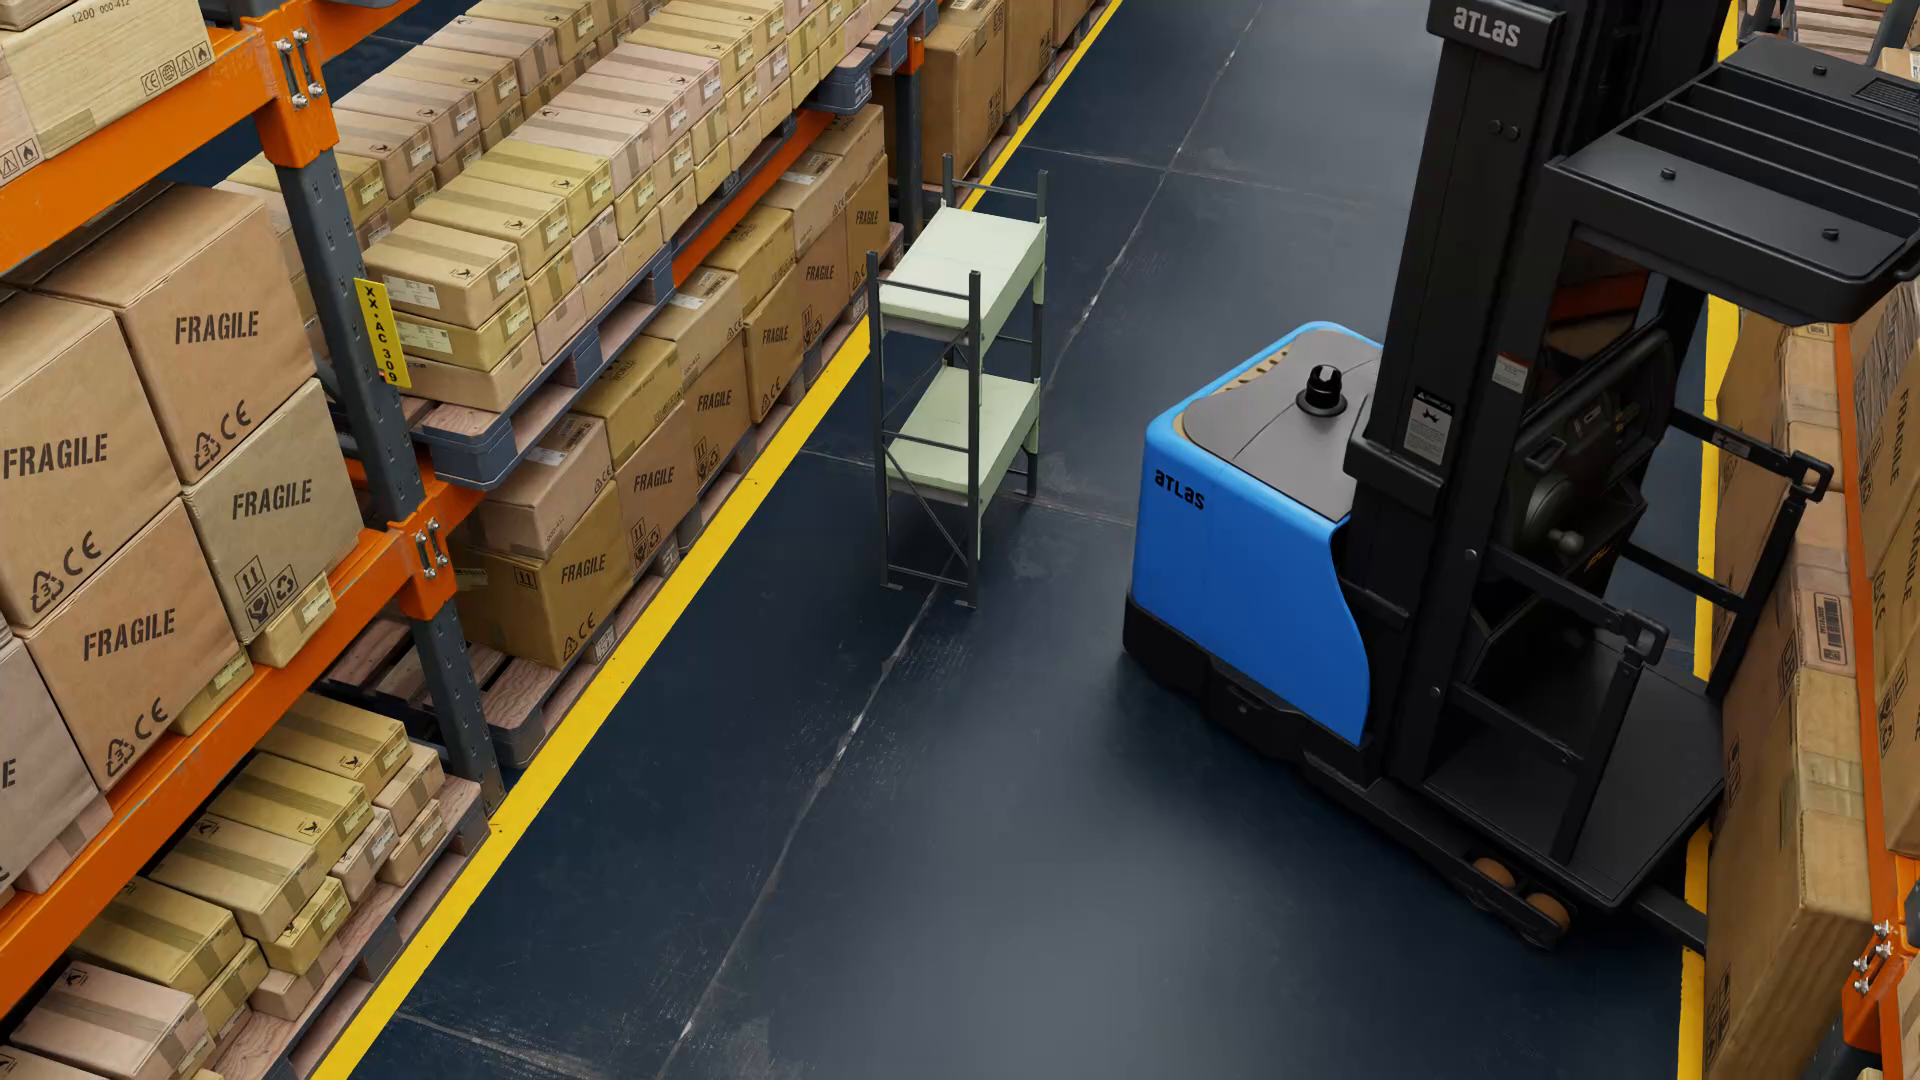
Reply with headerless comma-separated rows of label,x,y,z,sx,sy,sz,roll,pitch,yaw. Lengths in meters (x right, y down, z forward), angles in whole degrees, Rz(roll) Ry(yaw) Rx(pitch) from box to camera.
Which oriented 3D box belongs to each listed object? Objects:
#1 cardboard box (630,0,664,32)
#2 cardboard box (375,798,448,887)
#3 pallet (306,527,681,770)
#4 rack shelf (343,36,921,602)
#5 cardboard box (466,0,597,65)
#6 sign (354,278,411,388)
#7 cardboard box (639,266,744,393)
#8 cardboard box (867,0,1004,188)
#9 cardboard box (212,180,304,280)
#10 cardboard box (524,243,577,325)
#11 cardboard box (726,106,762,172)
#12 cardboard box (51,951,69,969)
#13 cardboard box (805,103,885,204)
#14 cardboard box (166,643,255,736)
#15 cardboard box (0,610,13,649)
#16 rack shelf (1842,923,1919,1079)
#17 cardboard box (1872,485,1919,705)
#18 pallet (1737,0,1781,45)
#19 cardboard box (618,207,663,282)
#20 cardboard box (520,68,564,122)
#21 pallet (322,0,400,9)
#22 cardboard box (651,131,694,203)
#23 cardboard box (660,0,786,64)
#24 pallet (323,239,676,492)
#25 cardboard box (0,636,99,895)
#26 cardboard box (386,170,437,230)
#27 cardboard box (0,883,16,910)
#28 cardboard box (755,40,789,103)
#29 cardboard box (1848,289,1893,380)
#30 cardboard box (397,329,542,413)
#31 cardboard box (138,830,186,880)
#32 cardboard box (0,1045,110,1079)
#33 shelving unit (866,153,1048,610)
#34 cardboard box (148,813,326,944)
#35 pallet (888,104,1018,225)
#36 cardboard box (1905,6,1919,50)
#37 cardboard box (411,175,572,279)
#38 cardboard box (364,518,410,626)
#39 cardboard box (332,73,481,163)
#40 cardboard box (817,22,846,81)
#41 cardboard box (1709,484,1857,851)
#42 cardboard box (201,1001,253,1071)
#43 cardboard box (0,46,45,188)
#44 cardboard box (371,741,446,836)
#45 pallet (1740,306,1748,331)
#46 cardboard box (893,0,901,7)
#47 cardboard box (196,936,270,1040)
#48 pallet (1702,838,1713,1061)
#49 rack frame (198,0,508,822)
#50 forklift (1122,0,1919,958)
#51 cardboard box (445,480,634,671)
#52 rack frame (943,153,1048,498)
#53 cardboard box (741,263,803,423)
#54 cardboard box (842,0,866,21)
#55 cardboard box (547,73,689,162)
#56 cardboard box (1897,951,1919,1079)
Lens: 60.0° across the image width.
cardboard box,-1.383,-2.065,6.500,0.380,0.149,0.250,13,42,15
cardboard box,-1.860,0.907,5.249,0.380,0.149,0.250,14,42,16
pallet,-1.781,0.253,6.291,1.003,0.211,1.213,13,42,15
rack shelf,-1.362,-1.279,6.492,1.077,0.370,4.000,13,42,15
cardboard box,-1.555,-1.871,6.044,0.380,0.149,0.250,13,42,14
sign,-1.534,-0.547,4.413,0.100,0.325,0.005,13,42,15
cardboard box,-1.187,-0.855,6.465,0.500,0.250,0.500,15,43,17
cardboard box,-0.386,-2.428,8.695,1.050,0.750,0.750,13,42,14
cardboard box,-2.092,-0.912,4.919,0.380,0.149,0.250,15,43,17
cardboard box,-1.393,-0.807,5.026,0.380,0.149,0.250,13,42,14
cardboard box,-0.949,-1.486,6.051,0.380,0.149,0.250,11,42,13
cardboard box,-2.617,1.014,4.665,0.380,0.149,0.250,12,42,14
cardboard box,-0.666,-1.791,7.563,0.500,0.250,0.500,12,42,14
cardboard box,-2.057,0.320,4.258,0.380,0.149,0.250,15,43,17
cardboard box,-2.313,0.108,3.236,0.500,0.500,0.500,14,43,16
rack shelf,1.896,2.323,2.270,1.077,0.370,4.000,13,42,15
cardboard box,2.659,0.145,4.192,0.500,0.500,0.500,15,43,16
pallet,5.512,-3.407,10.580,1.003,0.211,1.213,13,42,15
cardboard box,-1.214,-1.010,5.493,0.380,0.149,0.250,14,42,16
cardboard box,-1.648,-1.602,5.957,0.380,0.149,0.250,13,42,15
pallet,-1.735,-1.756,4.330,1.213,0.211,1.003,13,42,15
cardboard box,-1.126,-1.288,5.590,0.380,0.149,0.250,15,43,17
cardboard box,-0.859,-1.874,6.047,0.380,0.149,0.250,15,43,17
pallet,-1.648,-0.694,5.400,1.003,0.211,1.213,13,42,15
cardboard box,-2.296,0.493,3.555,0.500,0.500,0.500,13,42,15
cardboard box,-1.919,-1.108,5.379,0.380,0.149,0.250,15,43,17
cardboard box,-2.370,0.787,3.710,0.380,0.149,0.250,13,42,14
cardboard box,-0.859,-1.760,6.143,0.380,0.149,0.250,14,43,16
cardboard box,3.180,-0.784,5.281,0.500,0.500,0.500,13,42,14
cardboard box,-1.479,-0.535,4.936,0.380,0.149,0.250,11,42,13
cardboard box,-2.523,0.960,4.958,0.380,0.149,0.250,13,42,15
cardboard box,-2.300,1.452,4.152,0.380,0.149,0.250,12,42,14
shelving unit,0.002,-0.575,6.268,0.431,1.500,0.755,13,42,15
cardboard box,-2.052,0.958,4.730,0.380,0.149,0.250,13,42,15
pallet,-0.338,-2.176,9.138,1.003,0.211,1.213,13,42,15
cardboard box,4.095,-2.146,6.554,0.500,0.500,0.500,8,41,10
cardboard box,-1.390,-0.933,4.944,0.380,0.149,0.250,14,43,16
cardboard box,-2.030,-0.049,6.099,0.500,0.500,0.500,13,42,14
cardboard box,-1.822,-1.393,5.483,0.380,0.149,0.250,13,42,15
cardboard box,-0.678,-1.975,6.623,0.380,0.149,0.250,13,42,15
cardboard box,3.085,0.538,5.122,1.225,0.875,0.875,12,42,14
cardboard box,-2.262,1.356,4.723,0.380,0.149,0.250,12,42,14
cardboard box,-2.142,-0.756,3.129,0.500,0.250,0.500,13,42,15
cardboard box,-1.855,0.741,5.214,0.380,0.149,0.250,14,42,16
pallet,4.217,-1.026,7.790,1.003,0.211,1.213,13,42,15
cardboard box,-0.415,-2.434,7.162,0.380,0.149,0.250,14,42,16
cardboard box,-2.189,1.208,4.667,0.380,0.149,0.250,14,42,15
pallet,2.773,1.403,4.943,1.003,0.211,1.213,13,42,15
rack frame,-2.046,-0.333,4.829,1.000,3.000,0.127,13,42,15
forklift,1.992,-0.217,4.746,1.130,2.935,3.031,-32,50,-32
cardboard box,-1.544,0.066,5.963,0.500,0.500,0.500,15,43,17
rack frame,0.127,-0.798,6.530,0.400,1.500,0.023,13,42,15
cardboard box,-1.004,-0.880,7.073,0.500,0.500,0.500,11,42,13
cardboard box,-0.597,-2.223,6.686,0.380,0.149,0.250,14,42,16
cardboard box,-1.125,-1.397,5.488,0.380,0.149,0.250,13,42,15
cardboard box,2.166,1.032,3.423,0.380,0.149,0.250,13,42,15
